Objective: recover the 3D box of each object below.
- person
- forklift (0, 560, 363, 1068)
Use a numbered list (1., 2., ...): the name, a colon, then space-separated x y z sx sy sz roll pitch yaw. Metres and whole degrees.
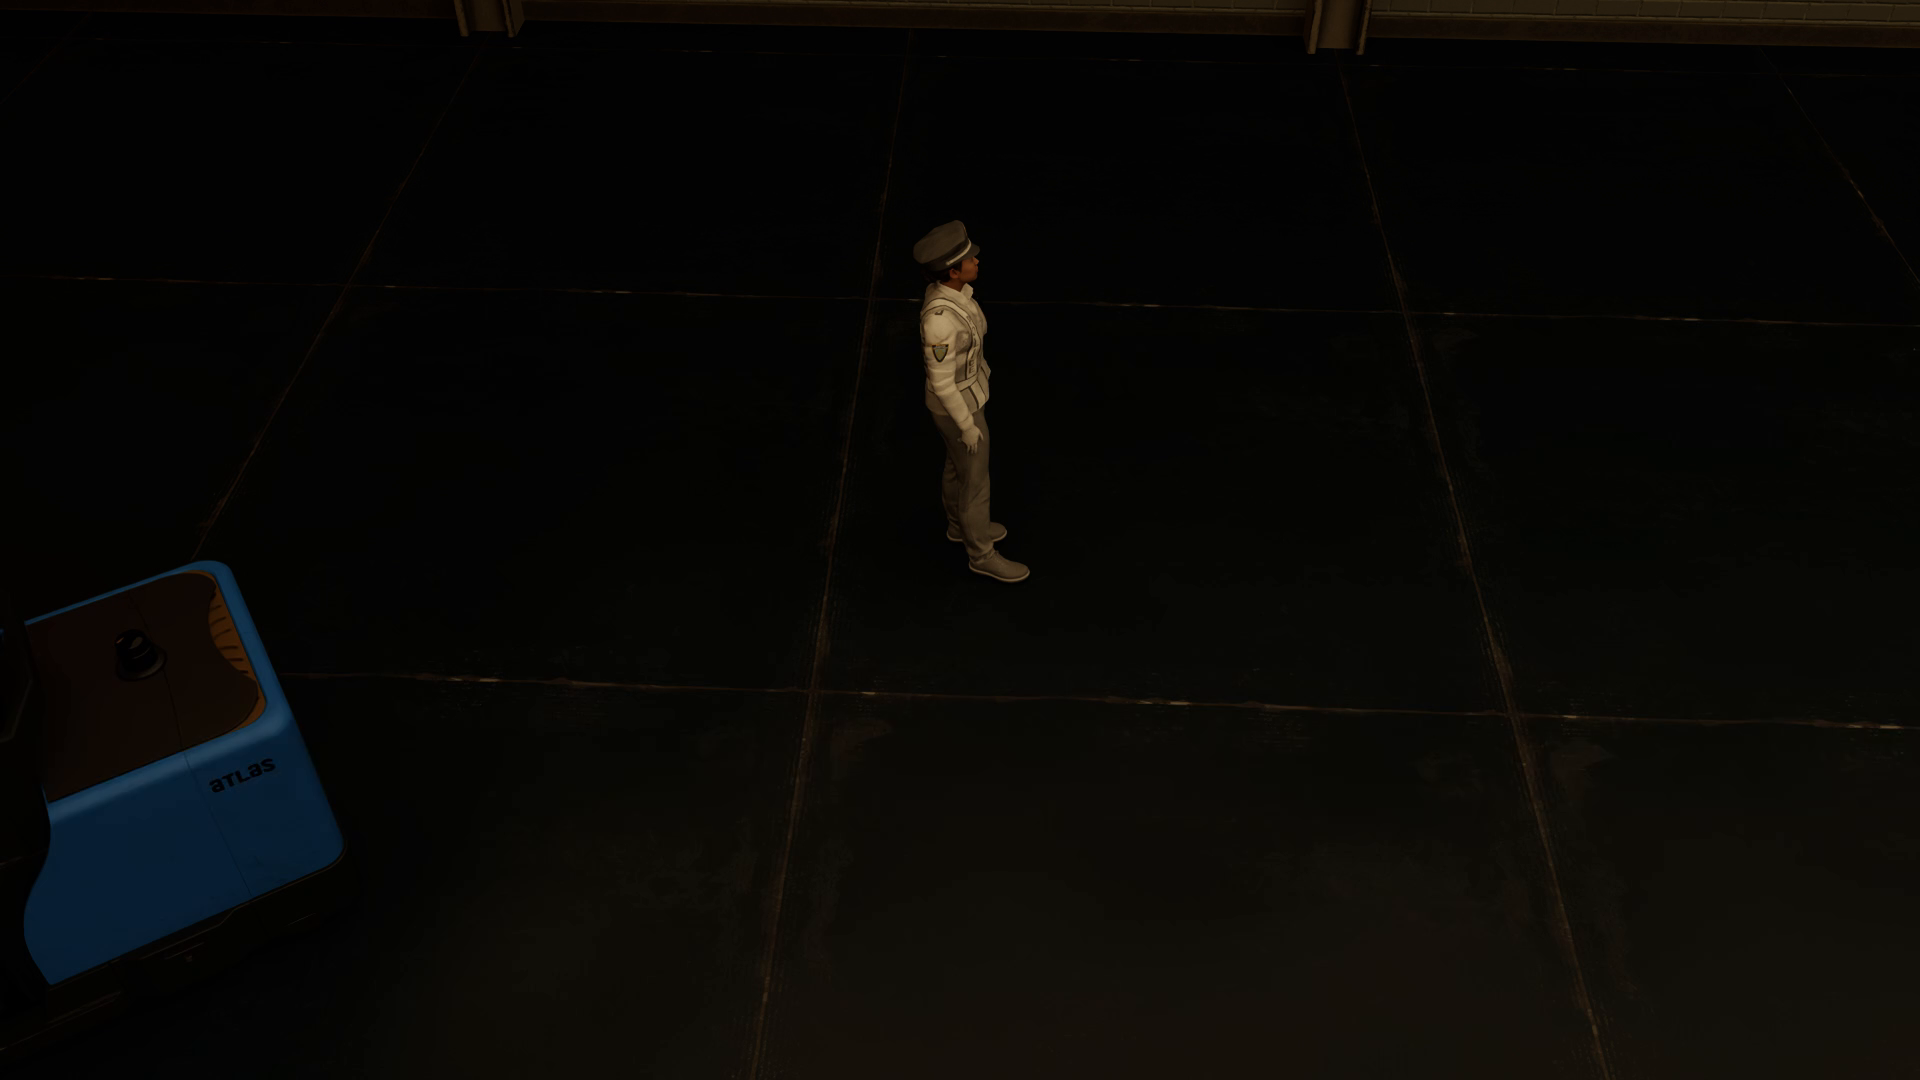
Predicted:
1. person: 0.068 -0.624 7.332 0.530 1.694 0.586 2 42 2
2. forklift: -3.807 0.560 5.128 3.031 2.935 1.130 -23 47 -23
